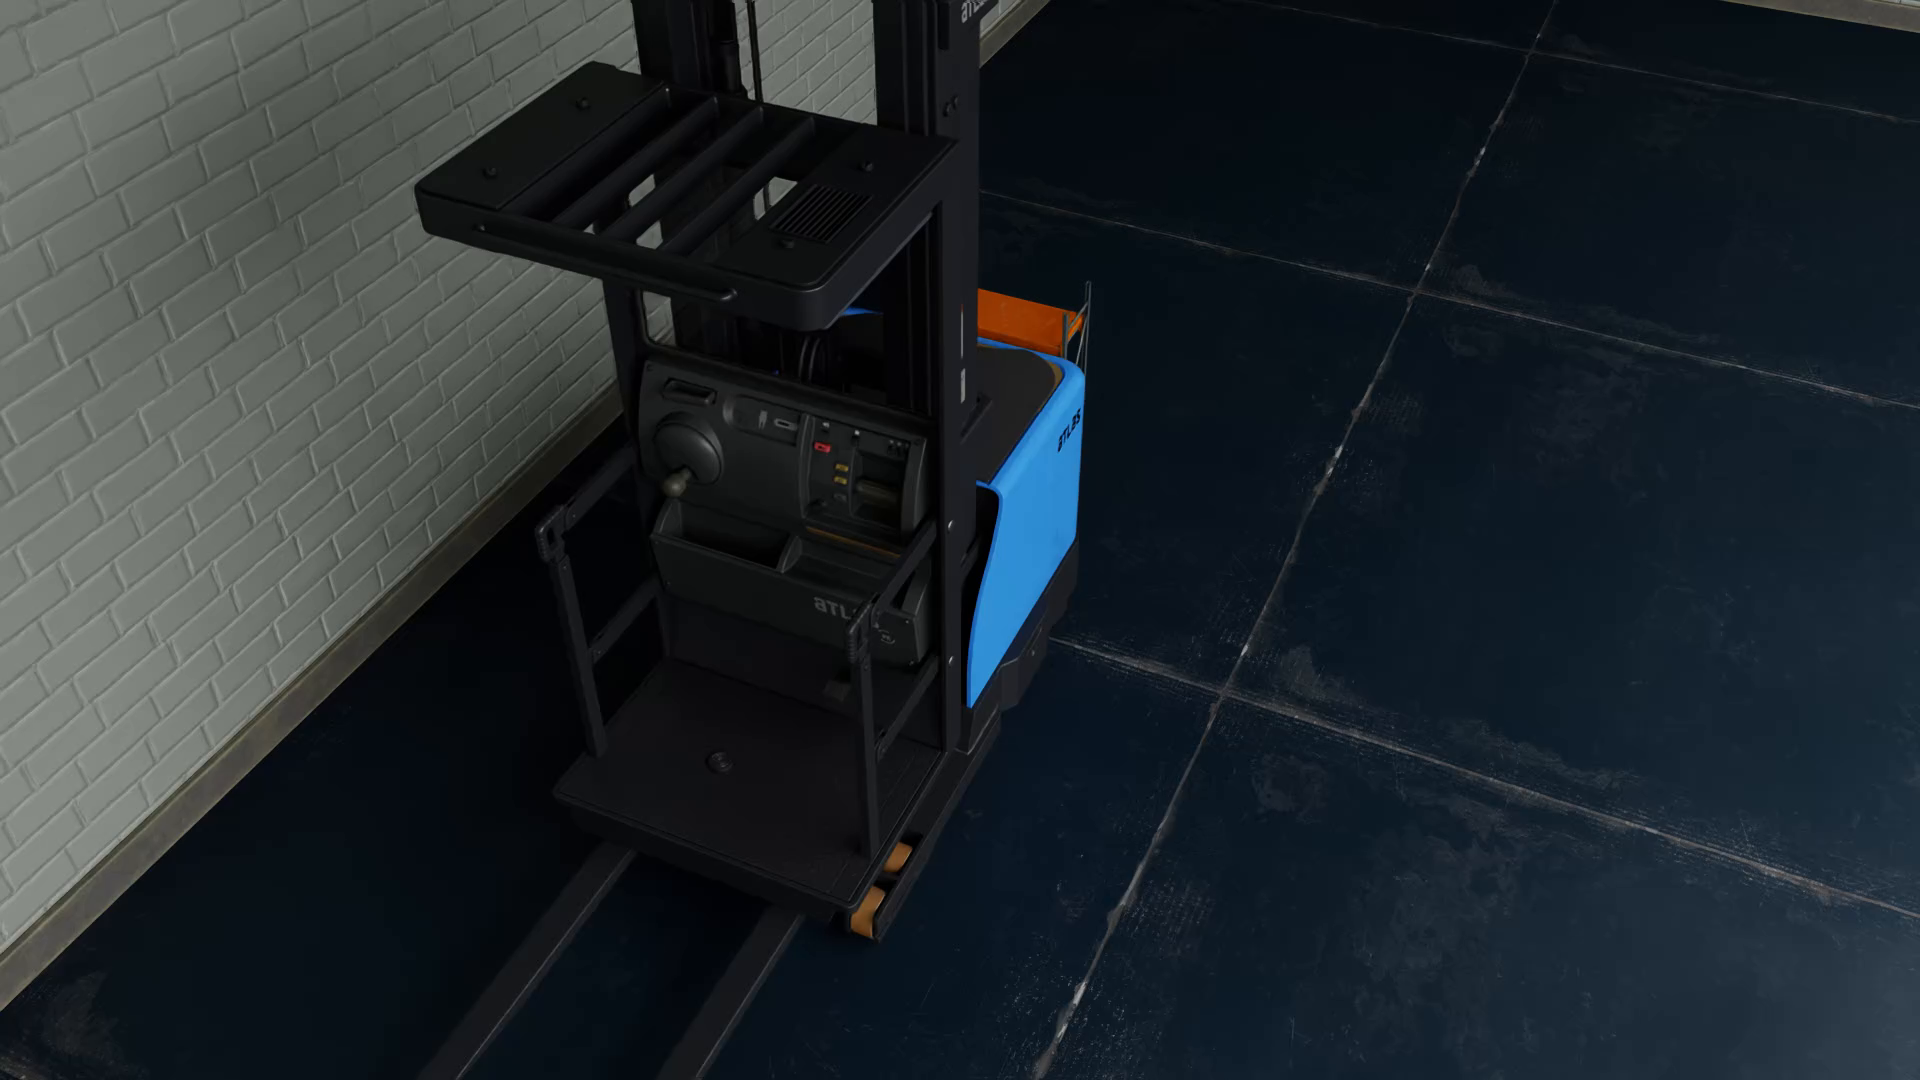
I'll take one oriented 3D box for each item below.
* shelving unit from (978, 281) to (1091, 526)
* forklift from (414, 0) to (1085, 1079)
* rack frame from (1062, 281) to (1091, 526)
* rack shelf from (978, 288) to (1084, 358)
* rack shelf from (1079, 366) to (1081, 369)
[{"bbox_3d":[0.195,-0.472,6.379,0.503,1.200,0.258,17,44,18],"label":"shelving unit"},{"bbox_3d":[-0.615,-0.171,4.709,1.130,2.935,3.031,17,44,18],"label":"forklift"},{"bbox_3d":[0.417,-0.406,6.302,0.015,1.200,0.240,17,44,18],"label":"rack frame"},{"bbox_3d":[0.195,-0.770,6.122,0.480,0.148,0.258,17,44,18],"label":"rack shelf"},{"bbox_3d":[0.195,-0.591,6.276,0.480,0.148,0.258,17,44,18],"label":"rack shelf"}]
